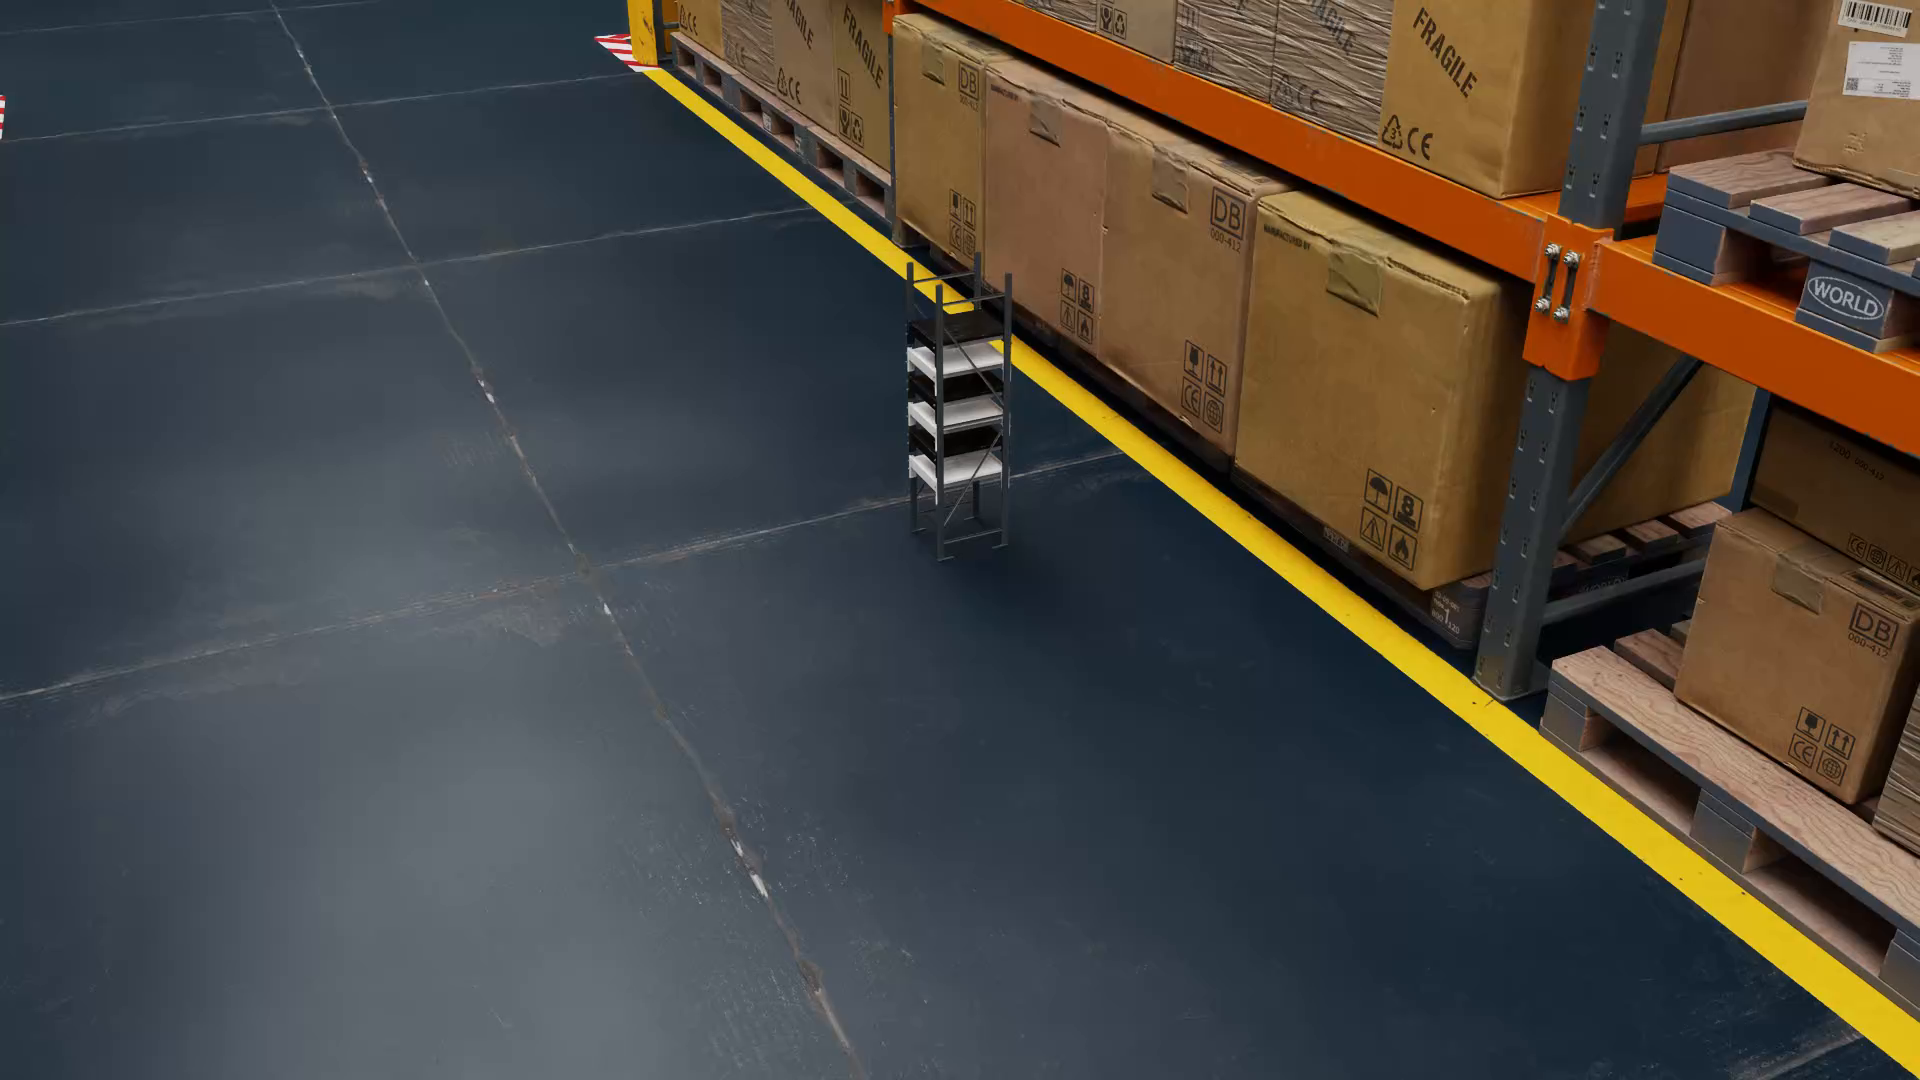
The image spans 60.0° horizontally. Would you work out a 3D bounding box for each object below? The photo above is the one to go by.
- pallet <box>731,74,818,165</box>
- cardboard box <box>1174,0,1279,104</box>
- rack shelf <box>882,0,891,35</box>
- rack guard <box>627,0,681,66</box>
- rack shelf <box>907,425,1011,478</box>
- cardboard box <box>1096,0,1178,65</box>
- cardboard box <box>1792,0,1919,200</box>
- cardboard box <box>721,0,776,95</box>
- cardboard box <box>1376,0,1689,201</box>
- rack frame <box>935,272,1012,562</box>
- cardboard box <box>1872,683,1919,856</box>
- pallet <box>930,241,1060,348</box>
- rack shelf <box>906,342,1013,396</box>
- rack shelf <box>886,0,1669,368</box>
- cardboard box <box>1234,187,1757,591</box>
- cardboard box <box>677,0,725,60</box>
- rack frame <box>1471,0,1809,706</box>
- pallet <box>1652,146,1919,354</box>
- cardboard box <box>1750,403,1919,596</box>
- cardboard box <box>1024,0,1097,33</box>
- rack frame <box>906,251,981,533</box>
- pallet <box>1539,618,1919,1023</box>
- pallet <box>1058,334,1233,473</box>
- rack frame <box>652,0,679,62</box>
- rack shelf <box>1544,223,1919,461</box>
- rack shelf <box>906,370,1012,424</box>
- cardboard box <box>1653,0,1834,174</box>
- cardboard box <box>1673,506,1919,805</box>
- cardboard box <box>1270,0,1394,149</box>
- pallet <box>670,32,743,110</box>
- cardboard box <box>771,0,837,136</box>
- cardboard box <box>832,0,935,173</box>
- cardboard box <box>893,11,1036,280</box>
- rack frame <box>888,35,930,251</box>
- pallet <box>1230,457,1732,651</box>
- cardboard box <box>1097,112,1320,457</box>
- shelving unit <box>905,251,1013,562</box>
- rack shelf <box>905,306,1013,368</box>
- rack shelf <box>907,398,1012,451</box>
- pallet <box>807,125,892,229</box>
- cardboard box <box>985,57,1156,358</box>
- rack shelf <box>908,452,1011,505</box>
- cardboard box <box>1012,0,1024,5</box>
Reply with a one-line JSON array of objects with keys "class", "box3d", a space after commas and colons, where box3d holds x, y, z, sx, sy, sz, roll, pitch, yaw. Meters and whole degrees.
[{"class": "pallet", "box3d": [-0.622, -2.440, 9.385, 1.003, 0.211, 1.213, -13, 32, -22]}, {"class": "cardboard box", "box3d": [1.008, -1.657, 5.036, 0.500, 0.500, 0.500, -14, 32, -24]}, {"class": "rack shelf", "box3d": [-0.697, -3.334, 8.864, 1.077, 0.370, 4.000, -13, 32, -22]}, {"class": "rack guard", "box3d": [-1.566, -3.451, 10.894, 1.175, 0.500, 0.348, -13, 32, -22]}, {"class": "rack shelf", "box3d": [-0.003, -0.289, 5.097, 0.258, 0.077, 0.200, -13, 32, -22]}, {"class": "cardboard box", "box3d": [0.790, -1.882, 5.437, 0.500, 0.500, 0.500, -12, 32, -21]}, {"class": "cardboard box", "box3d": [2.146, -0.994, 3.424, 0.500, 0.500, 0.500, -17, 34, -28]}, {"class": "cardboard box", "box3d": [-0.818, -3.119, 9.489, 0.875, 0.875, 0.875, -13, 32, -22]}, {"class": "cardboard box", "box3d": [1.443, -1.207, 4.233, 0.500, 0.500, 0.500, -12, 31, -20]}, {"class": "rack frame", "box3d": [0.040, -0.351, 4.956, 0.240, 0.900, 0.006, -13, 32, -22]}, {"class": "cardboard box", "box3d": [2.434, 0.435, 3.512, 0.700, 0.500, 0.500, -16, 33, -26]}, {"class": "pallet", "box3d": [0.560, -1.223, 7.215, 1.003, 0.211, 1.213, -13, 32, -22]}, {"class": "rack shelf", "box3d": [-0.003, -0.524, 4.965, 0.258, 0.077, 0.200, -13, 32, -22]}, {"class": "rack shelf", "box3d": [1.020, -1.567, 5.713, 1.077, 0.370, 4.000, -13, 32, -22]}, {"class": "cardboard box", "box3d": [1.601, -0.563, 4.930, 1.225, 0.875, 0.875, -15, 32, -24]}, {"class": "cardboard box", "box3d": [-1.209, -3.521, 10.206, 0.875, 0.875, 0.875, -13, 32, -22]}, {"class": "rack frame", "box3d": [1.878, -0.997, 3.961, 1.000, 3.000, 0.127, -13, 32, -22]}, {"class": "pallet", "box3d": [2.280, -0.621, 3.487, 1.213, 0.211, 1.003, -13, 32, -22]}, {"class": "cardboard box", "box3d": [2.193, -0.136, 3.765, 0.500, 0.250, 0.500, -12, 31, -20]}, {"class": "cardboard box", "box3d": [0.564, -2.109, 5.842, 0.500, 0.500, 0.500, -14, 32, -23]}, {"class": "rack frame", "box3d": [-0.047, -0.441, 5.116, 0.240, 0.900, 0.006, -13, 32, -22]}, {"class": "pallet", "box3d": [2.212, 0.565, 4.027, 1.003, 0.211, 1.213, -13, 32, -22]}, {"class": "pallet", "box3d": [1.088, -0.683, 6.252, 1.003, 0.211, 1.213, -13, 32, -22]}, {"class": "rack frame", "box3d": [-1.556, -4.531, 10.263, 1.000, 3.000, 0.127, -13, 32, -22]}, {"class": "rack shelf", "box3d": [2.737, 0.200, 2.562, 1.077, 0.370, 4.000, -13, 32, -22]}, {"class": "rack shelf", "box3d": [-0.003, -0.446, 5.009, 0.258, 0.077, 0.200, -13, 32, -22]}, {"class": "cardboard box", "box3d": [1.915, -1.312, 4.422, 0.500, 0.500, 0.500, -12, 31, -21]}, {"class": "cardboard box", "box3d": [2.184, 0.193, 3.945, 0.700, 0.500, 0.500, -15, 33, -25]}, {"class": "cardboard box", "box3d": [1.234, -1.428, 4.628, 0.500, 0.500, 0.500, -13, 32, -22]}, {"class": "pallet", "box3d": [-1.142, -2.978, 10.345, 1.003, 0.211, 1.213, -13, 32, -22]}, {"class": "cardboard box", "box3d": [-0.436, -2.726, 8.788, 0.875, 0.875, 0.875, -13, 32, -22]}, {"class": "cardboard box", "box3d": [-0.050, -2.329, 8.079, 0.875, 0.875, 0.875, -13, 32, -22]}, {"class": "cardboard box", "box3d": [0.454, -1.742, 7.033, 1.225, 0.875, 0.875, -13, 32, -22]}, {"class": "rack frame", "box3d": [0.161, -2.764, 7.112, 1.000, 3.000, 0.127, -13, 32, -22]}, {"class": "pallet", "box3d": [1.608, -0.145, 5.292, 1.003, 0.211, 1.213, -13, 32, -22]}, {"class": "cardboard box", "box3d": [1.225, -0.958, 5.635, 1.225, 0.875, 0.875, -13, 32, -22]}, {"class": "shelving unit", "box3d": [-0.003, -0.396, 5.036, 0.258, 0.900, 0.210, -13, 32, -22]}, {"class": "rack shelf", "box3d": [-0.003, -0.603, 4.921, 0.258, 0.077, 0.200, -13, 32, -22]}, {"class": "rack shelf", "box3d": [-0.003, -0.367, 5.053, 0.258, 0.077, 0.200, -13, 32, -22]}, {"class": "pallet", "box3d": [-0.095, -1.900, 8.423, 1.003, 0.211, 1.213, -13, 32, -22]}, {"class": "cardboard box", "box3d": [0.838, -1.347, 6.329, 1.225, 0.875, 0.875, -14, 32, -24]}, {"class": "rack shelf", "box3d": [-0.003, -0.210, 5.141, 0.258, 0.077, 0.200, -13, 32, -22]}, {"class": "cardboard box", "box3d": [0.349, -2.330, 6.236, 0.500, 0.500, 0.500, -13, 32, -22]}]
